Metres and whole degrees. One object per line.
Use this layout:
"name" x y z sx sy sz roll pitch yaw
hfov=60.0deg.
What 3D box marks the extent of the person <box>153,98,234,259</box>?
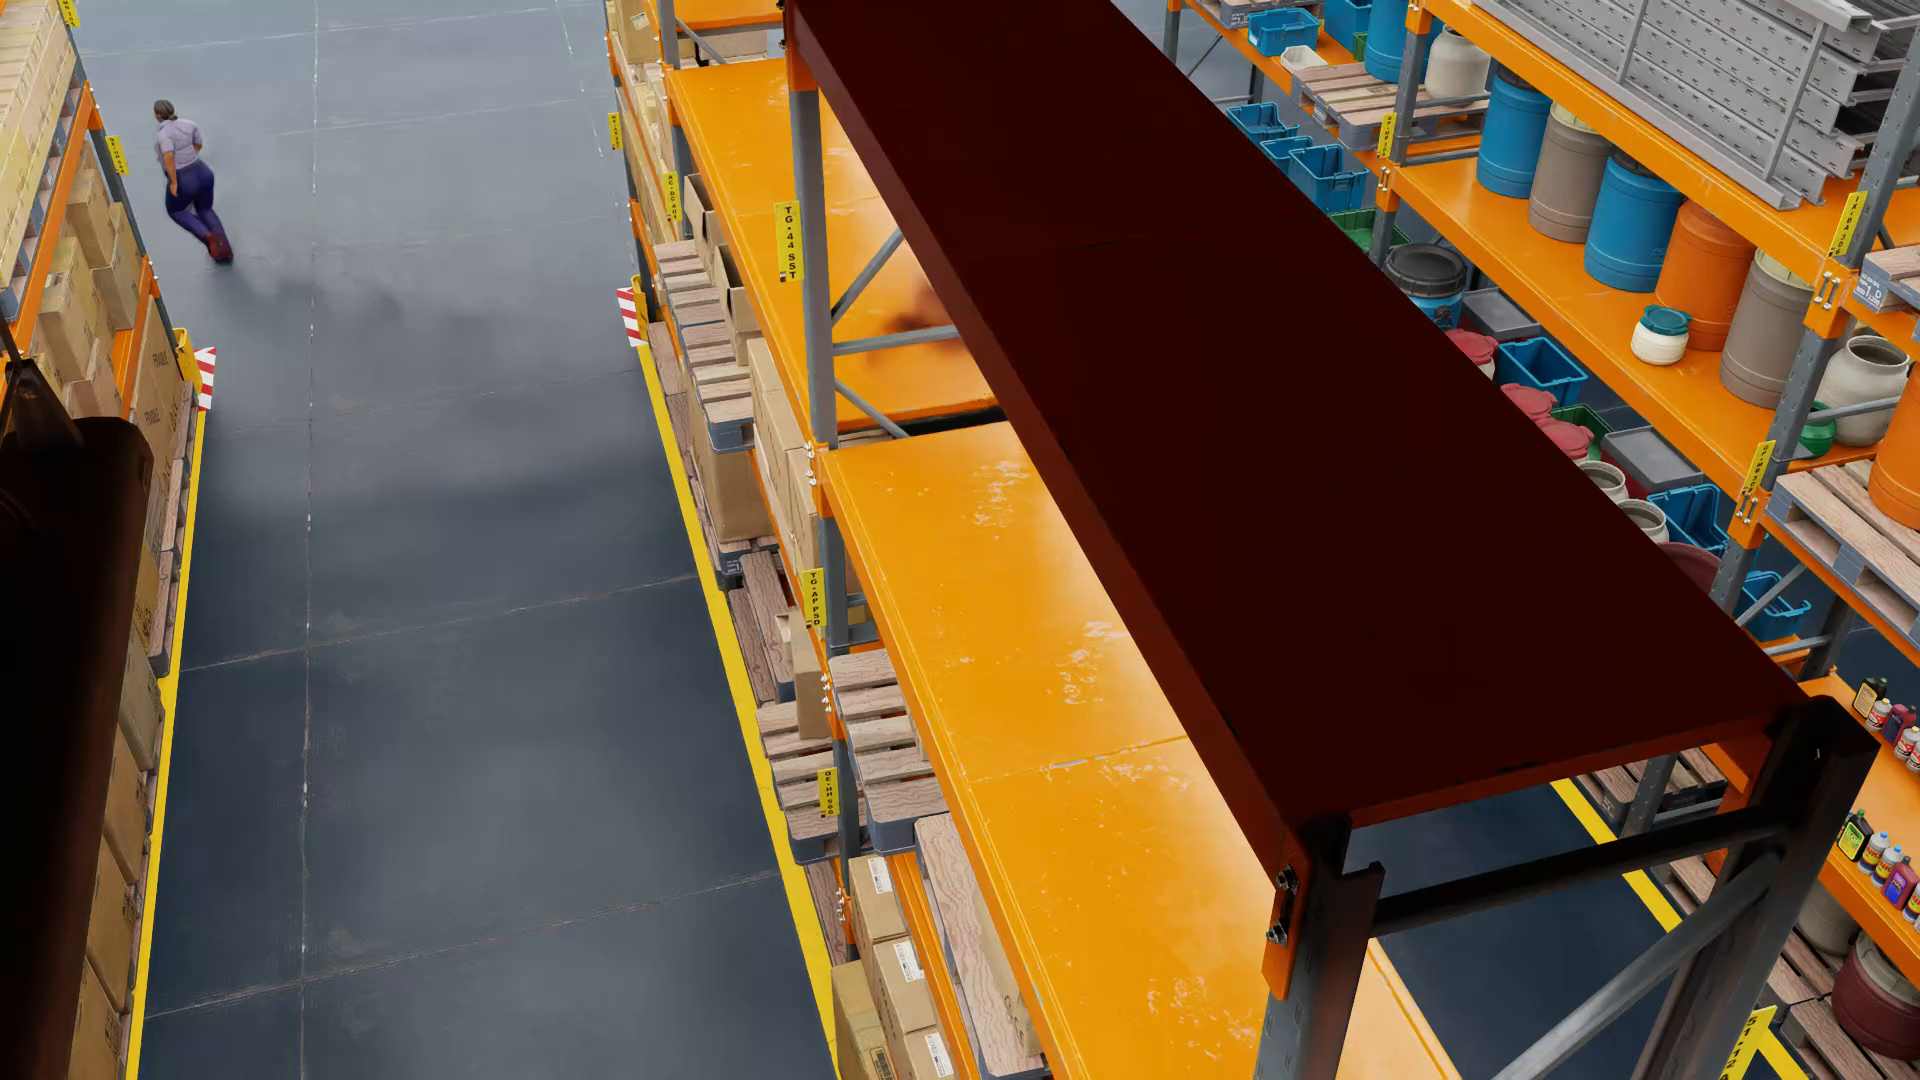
"person" -7.407 -3.434 15.865 0.601 1.611 0.585 18 42 22
